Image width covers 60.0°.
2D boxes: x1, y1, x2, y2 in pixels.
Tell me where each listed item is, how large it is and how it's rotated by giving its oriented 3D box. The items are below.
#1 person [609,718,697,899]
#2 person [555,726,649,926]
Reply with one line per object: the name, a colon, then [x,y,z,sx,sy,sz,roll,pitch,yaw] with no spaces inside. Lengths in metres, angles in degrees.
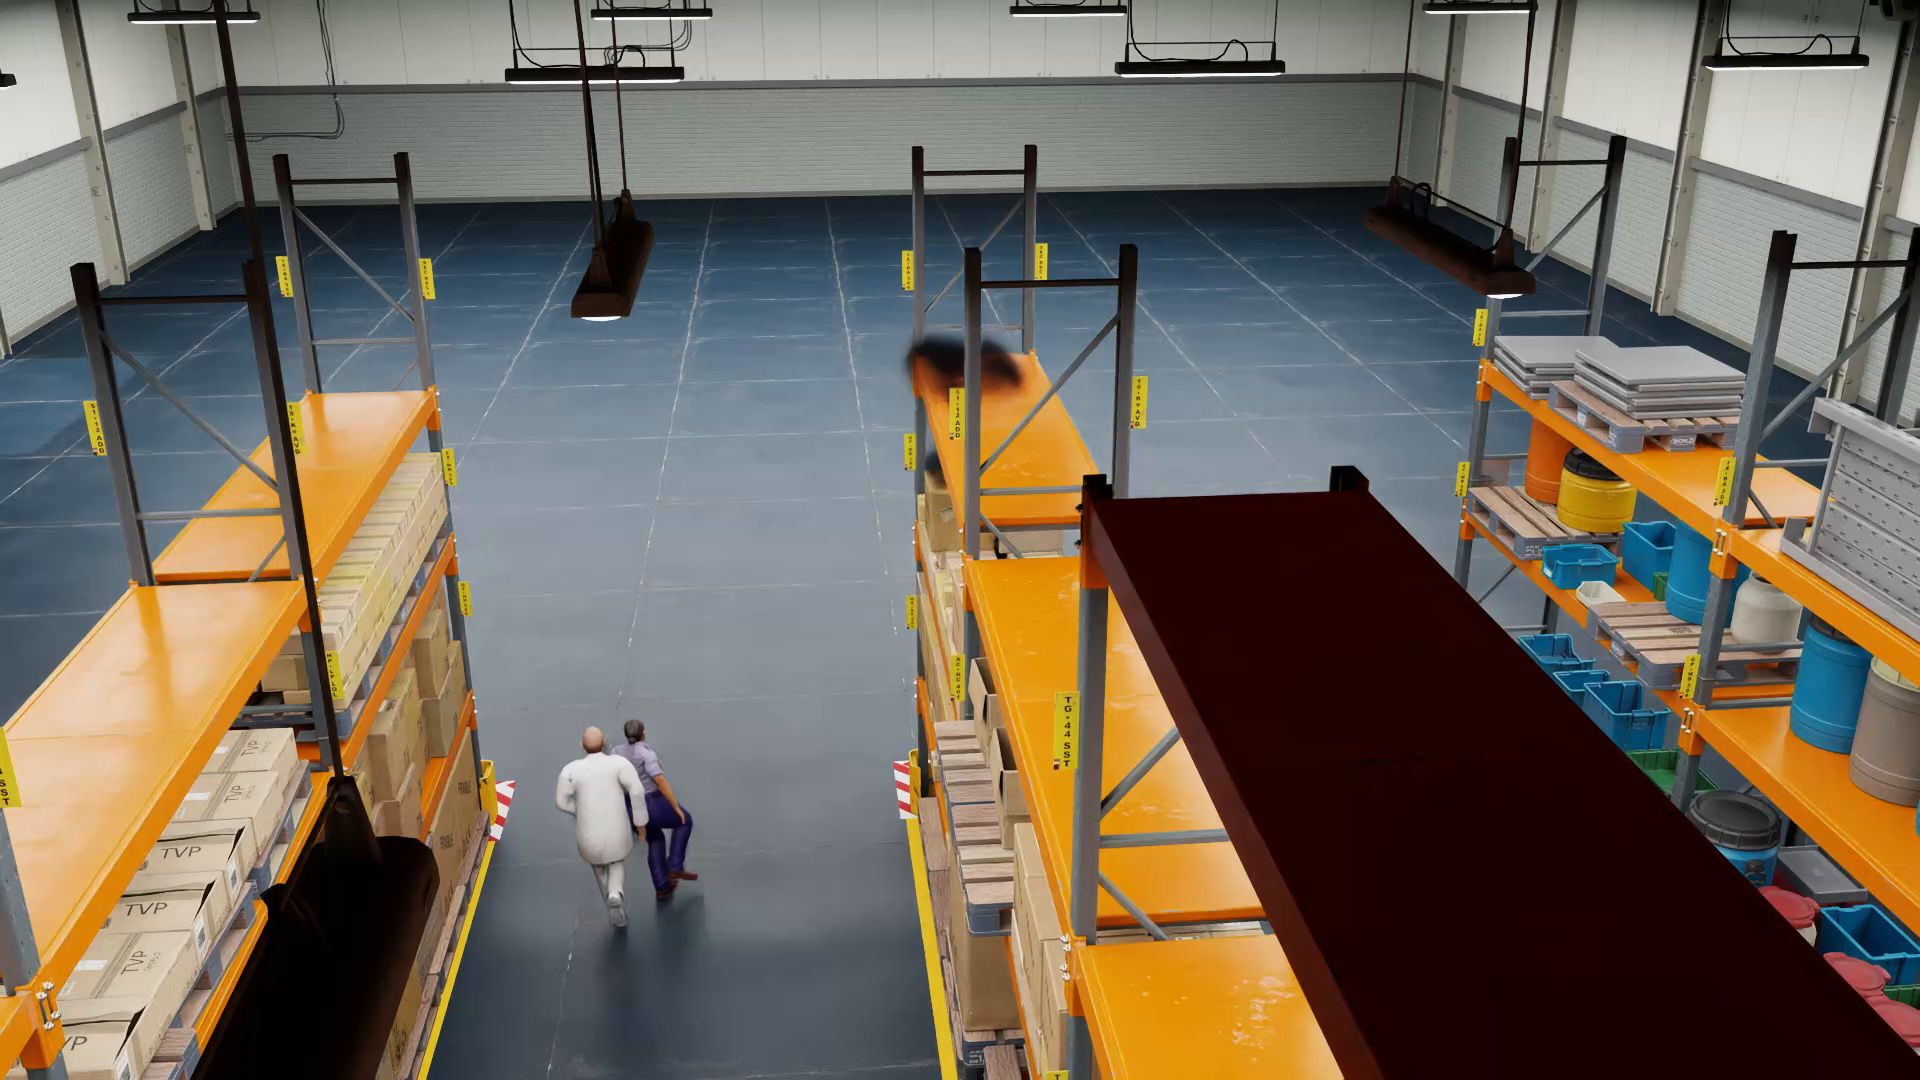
person: [-2.580,2.200,14.013,0.799,1.548,0.632,6,22,14]
person: [-2.862,2.364,13.383,0.704,1.699,0.717,-8,23,-18]
